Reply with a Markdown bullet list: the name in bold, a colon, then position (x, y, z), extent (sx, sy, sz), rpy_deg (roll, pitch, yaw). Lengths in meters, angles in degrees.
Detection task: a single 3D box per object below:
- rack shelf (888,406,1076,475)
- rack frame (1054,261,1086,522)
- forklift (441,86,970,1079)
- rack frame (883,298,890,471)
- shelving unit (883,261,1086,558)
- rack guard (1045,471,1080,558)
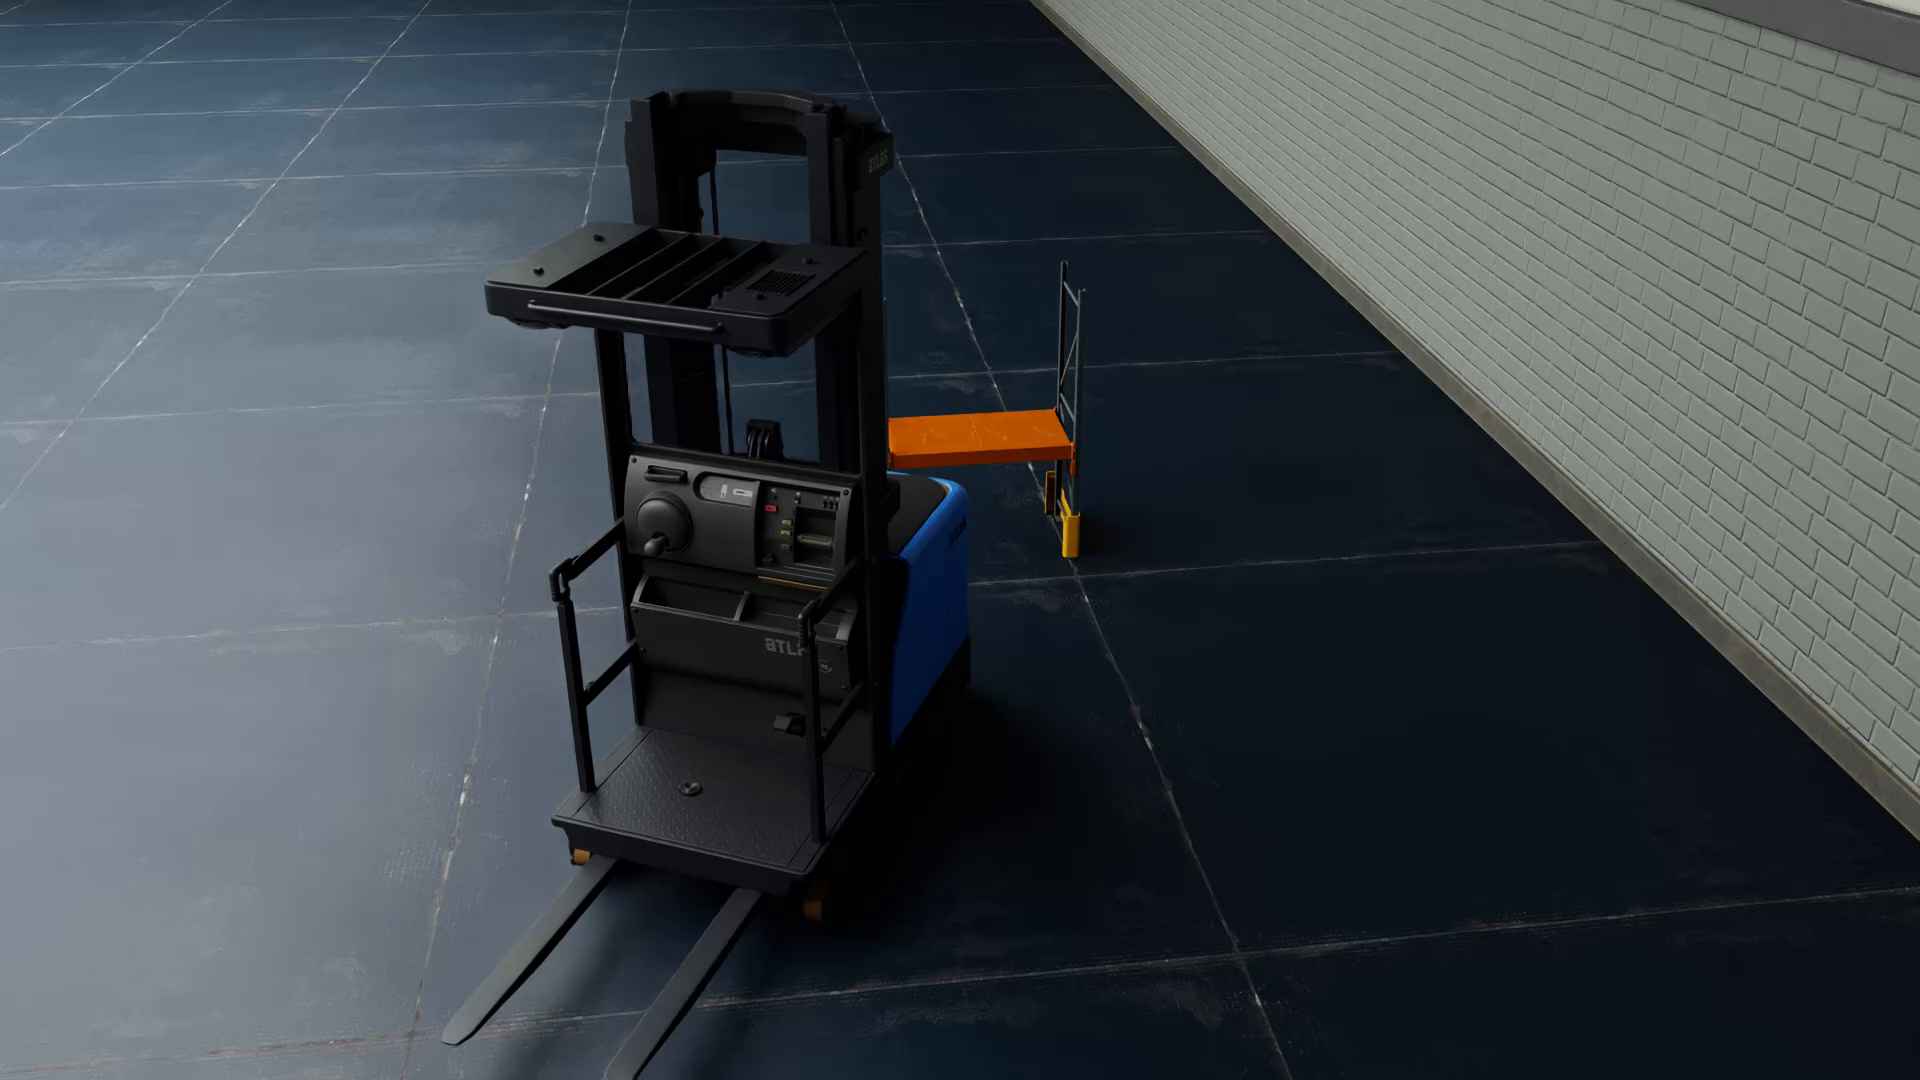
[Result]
- **rack shelf**: position (0.084, -0.513, 9.000), extent (1.000, 0.185, 0.538), rpy_deg (-4, 27, -7)
- **rack frame**: position (0.588, -0.705, 8.981), extent (0.032, 1.500, 0.500), rpy_deg (-4, 27, -7)
- **forklift**: position (-0.914, -0.045, 6.127), extent (1.130, 2.935, 3.031), rpy_deg (9, 28, 17)
- **rack frame**: position (-0.419, -0.640, 8.855), extent (0.032, 1.500, 0.500), rpy_deg (-4, 27, -7)
- **shelving unit**: position (0.075, -0.672, 8.917), extent (1.083, 1.500, 0.587), rpy_deg (-4, 27, -7)
- **rack guard**: position (0.569, -0.148, 9.264), extent (0.087, 0.250, 0.587), rpy_deg (-4, 27, -7)
